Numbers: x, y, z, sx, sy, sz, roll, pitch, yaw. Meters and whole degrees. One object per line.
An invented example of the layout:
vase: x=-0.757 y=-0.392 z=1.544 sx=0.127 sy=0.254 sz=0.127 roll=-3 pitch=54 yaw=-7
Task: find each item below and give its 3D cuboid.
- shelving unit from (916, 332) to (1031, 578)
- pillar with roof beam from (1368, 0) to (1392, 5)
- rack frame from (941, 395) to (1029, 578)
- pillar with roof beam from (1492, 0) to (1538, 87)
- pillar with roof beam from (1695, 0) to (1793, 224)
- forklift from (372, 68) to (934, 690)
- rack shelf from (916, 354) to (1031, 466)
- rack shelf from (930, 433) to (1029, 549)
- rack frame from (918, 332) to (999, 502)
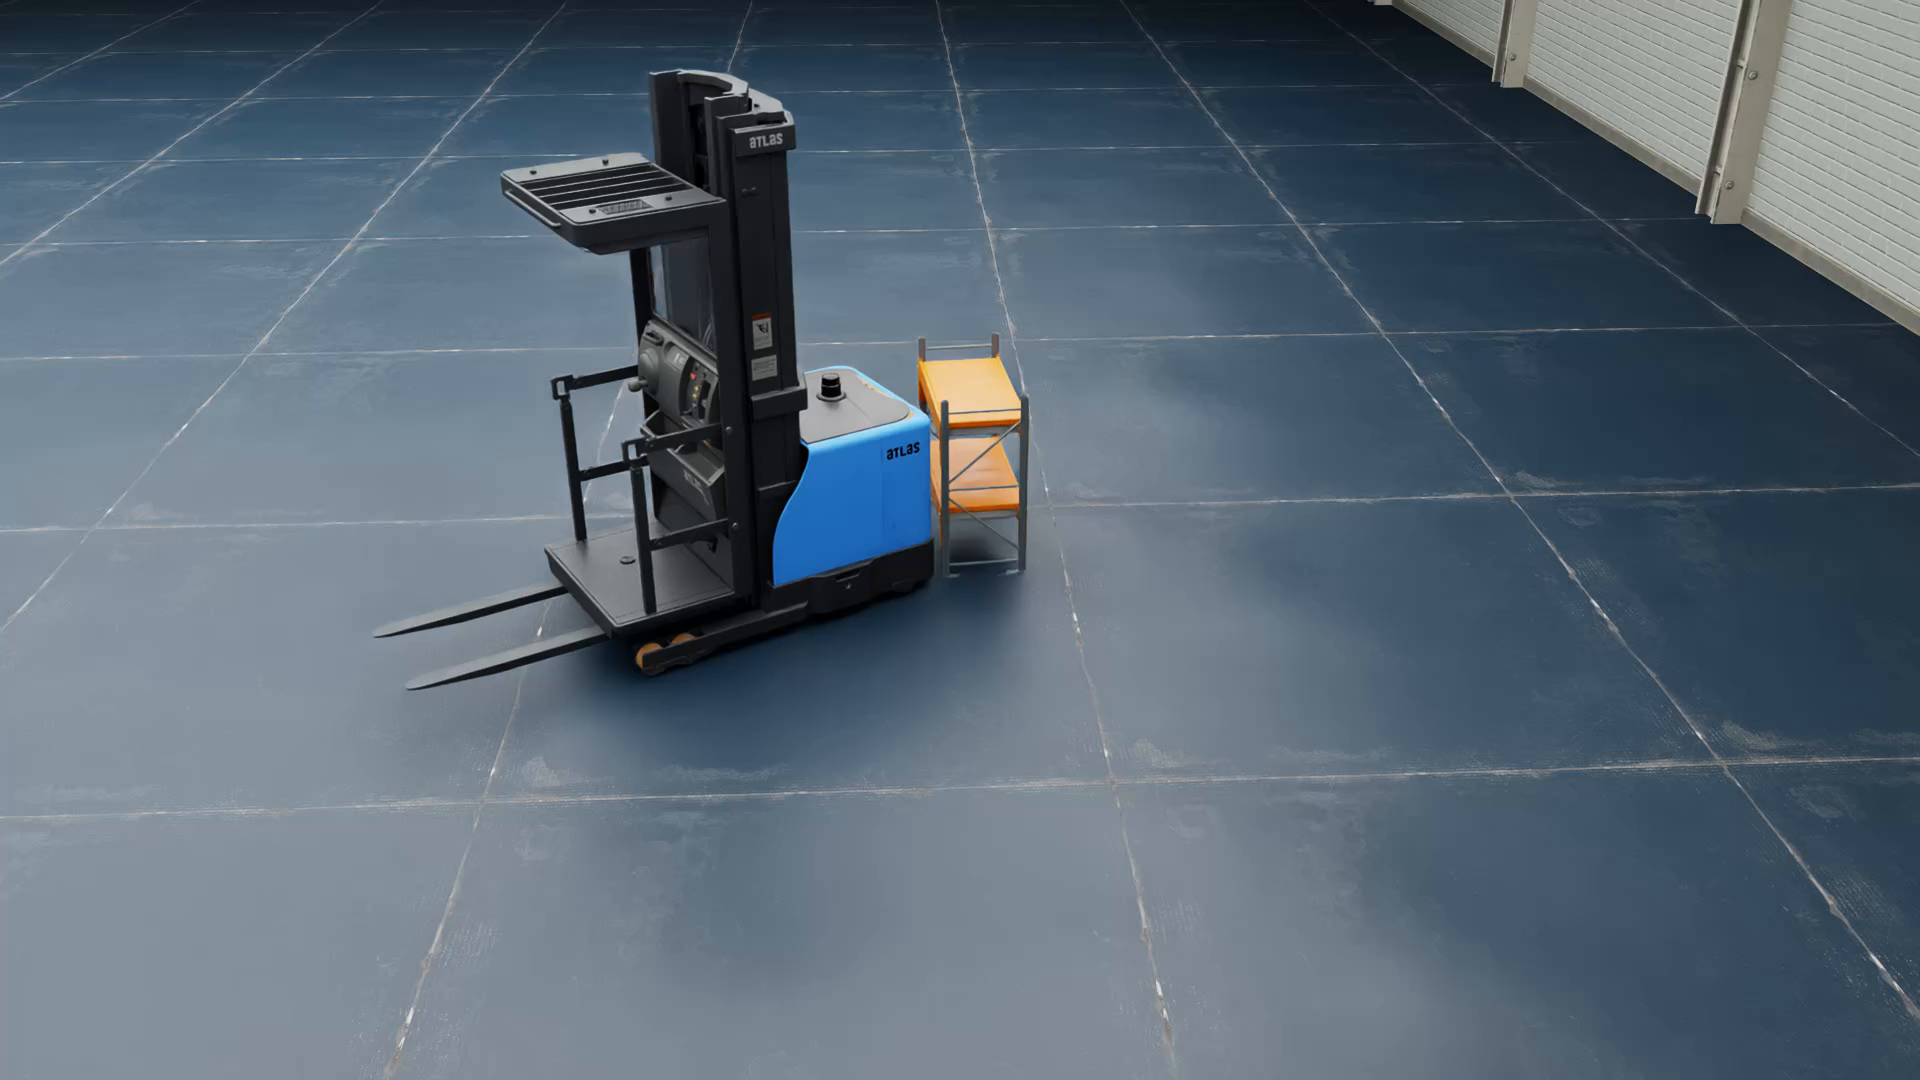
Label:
shelving unit: x=0.066 y=-0.530 z=10.050 sx=0.538 sy=1.125 sz=1.048 roll=-4 pitch=28 yaw=-7
pillar with roof beam: x=2.516 y=-12.587 z=24.652 sx=9.100 sy=9.000 sz=0.400 roll=-1 pitch=28 yaw=-3
rack frame: x=0.141 y=-0.298 z=9.604 sx=0.500 sy=1.125 sz=0.032 roll=-4 pitch=28 yaw=-7
pillar with roof beam: x=2.829 y=-9.816 z=19.340 sx=9.100 sy=9.000 sz=0.400 roll=-1 pitch=28 yaw=-3
pillar with roof beam: x=3.142 y=-7.045 z=14.027 sx=9.100 sy=9.000 sz=0.400 roll=-1 pitch=28 yaw=-3
forklift: x=-1.670 y=-0.858 z=8.726 sx=3.031 sy=2.935 sz=1.130 roll=-16 pitch=32 yaw=-29
rack shelf: x=0.066 y=-0.790 z=9.915 sx=0.538 sy=0.278 sz=1.000 roll=-4 pitch=28 yaw=-7
rack shelf: x=0.066 y=-0.313 z=10.163 sx=0.538 sy=0.278 sz=1.000 roll=-4 pitch=28 yaw=-7
rack frame: x=-0.008 y=-0.763 z=10.496 sx=0.500 sy=1.125 sz=0.032 roll=-4 pitch=28 yaw=-7
